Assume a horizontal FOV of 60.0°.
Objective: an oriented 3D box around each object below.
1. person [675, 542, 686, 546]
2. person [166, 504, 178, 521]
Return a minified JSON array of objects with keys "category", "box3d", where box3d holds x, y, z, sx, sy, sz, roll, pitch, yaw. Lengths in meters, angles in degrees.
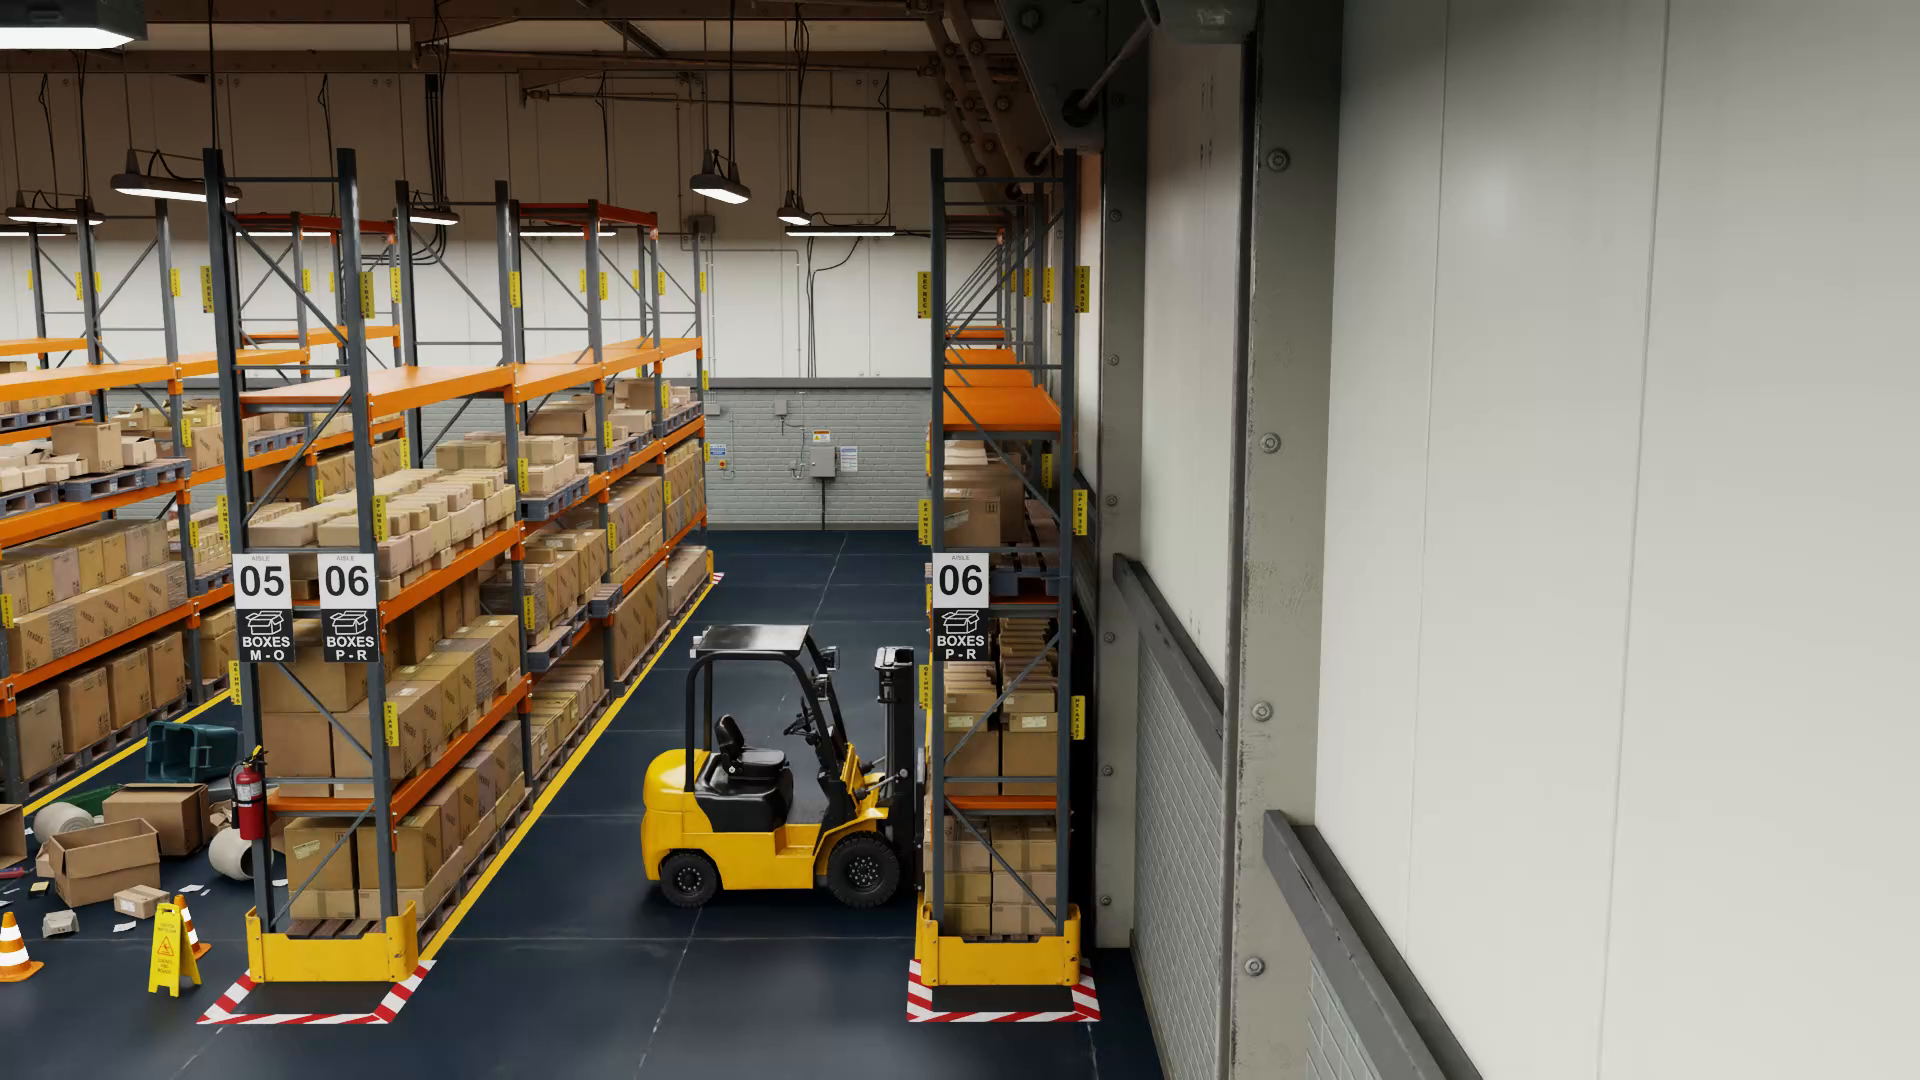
[{"category":"person","box3d":[-5.140,-0.276,29.285,0.767,1.567,0.642,0,9,-1]},{"category":"person","box3d":[-11.566,0.351,24.668,0.643,1.796,0.804,1,9,6]}]
